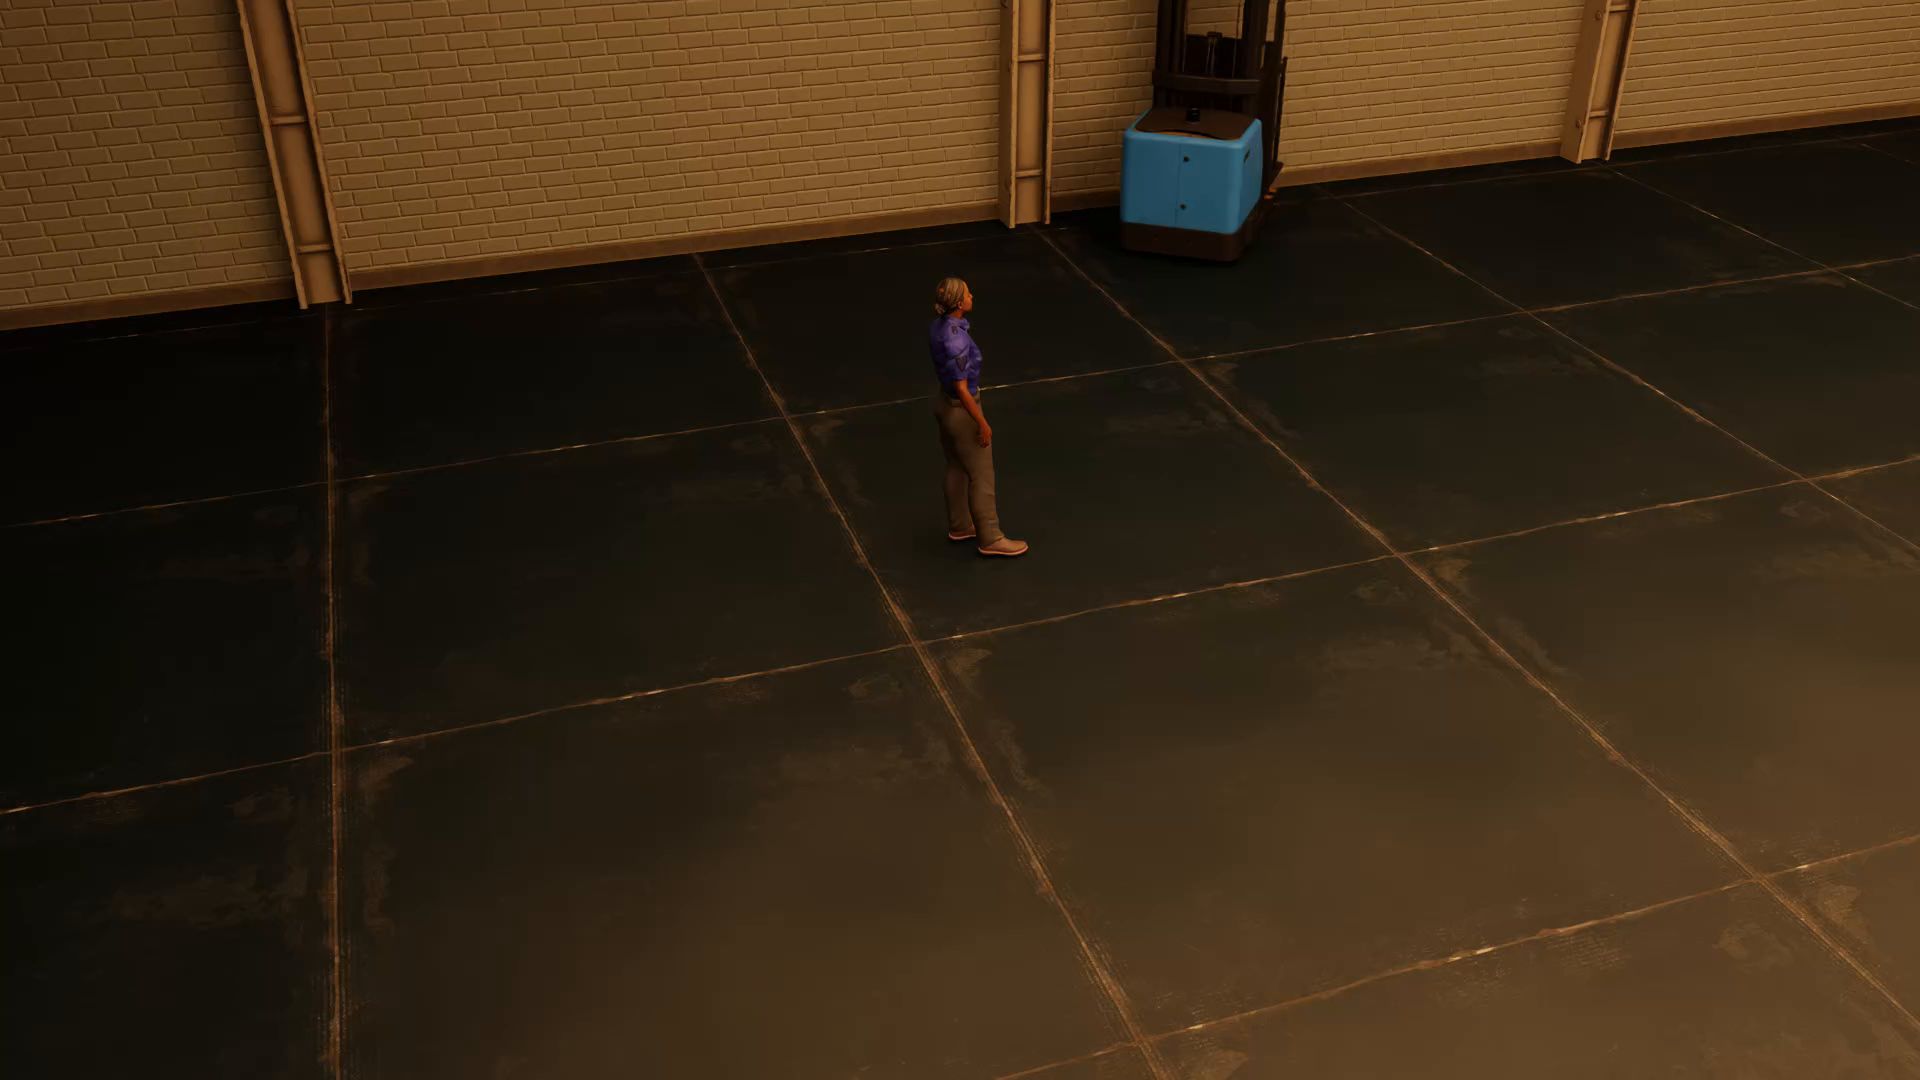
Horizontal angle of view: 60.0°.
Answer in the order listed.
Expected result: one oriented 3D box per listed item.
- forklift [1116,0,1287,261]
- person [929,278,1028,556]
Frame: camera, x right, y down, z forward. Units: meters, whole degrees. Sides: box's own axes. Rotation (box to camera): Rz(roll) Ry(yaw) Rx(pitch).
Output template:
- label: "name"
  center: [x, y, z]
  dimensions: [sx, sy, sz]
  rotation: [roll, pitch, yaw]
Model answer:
- label: "forklift"
  center: [2.322, -4.326, 14.605]
  dimensions: [1.130, 2.935, 3.031]
  rotation: [10, 31, 17]
- label: "person"
  center: [0.089, -0.728, 9.617]
  dimensions: [0.504, 1.654, 0.569]
  rotation: [-10, 31, -16]
